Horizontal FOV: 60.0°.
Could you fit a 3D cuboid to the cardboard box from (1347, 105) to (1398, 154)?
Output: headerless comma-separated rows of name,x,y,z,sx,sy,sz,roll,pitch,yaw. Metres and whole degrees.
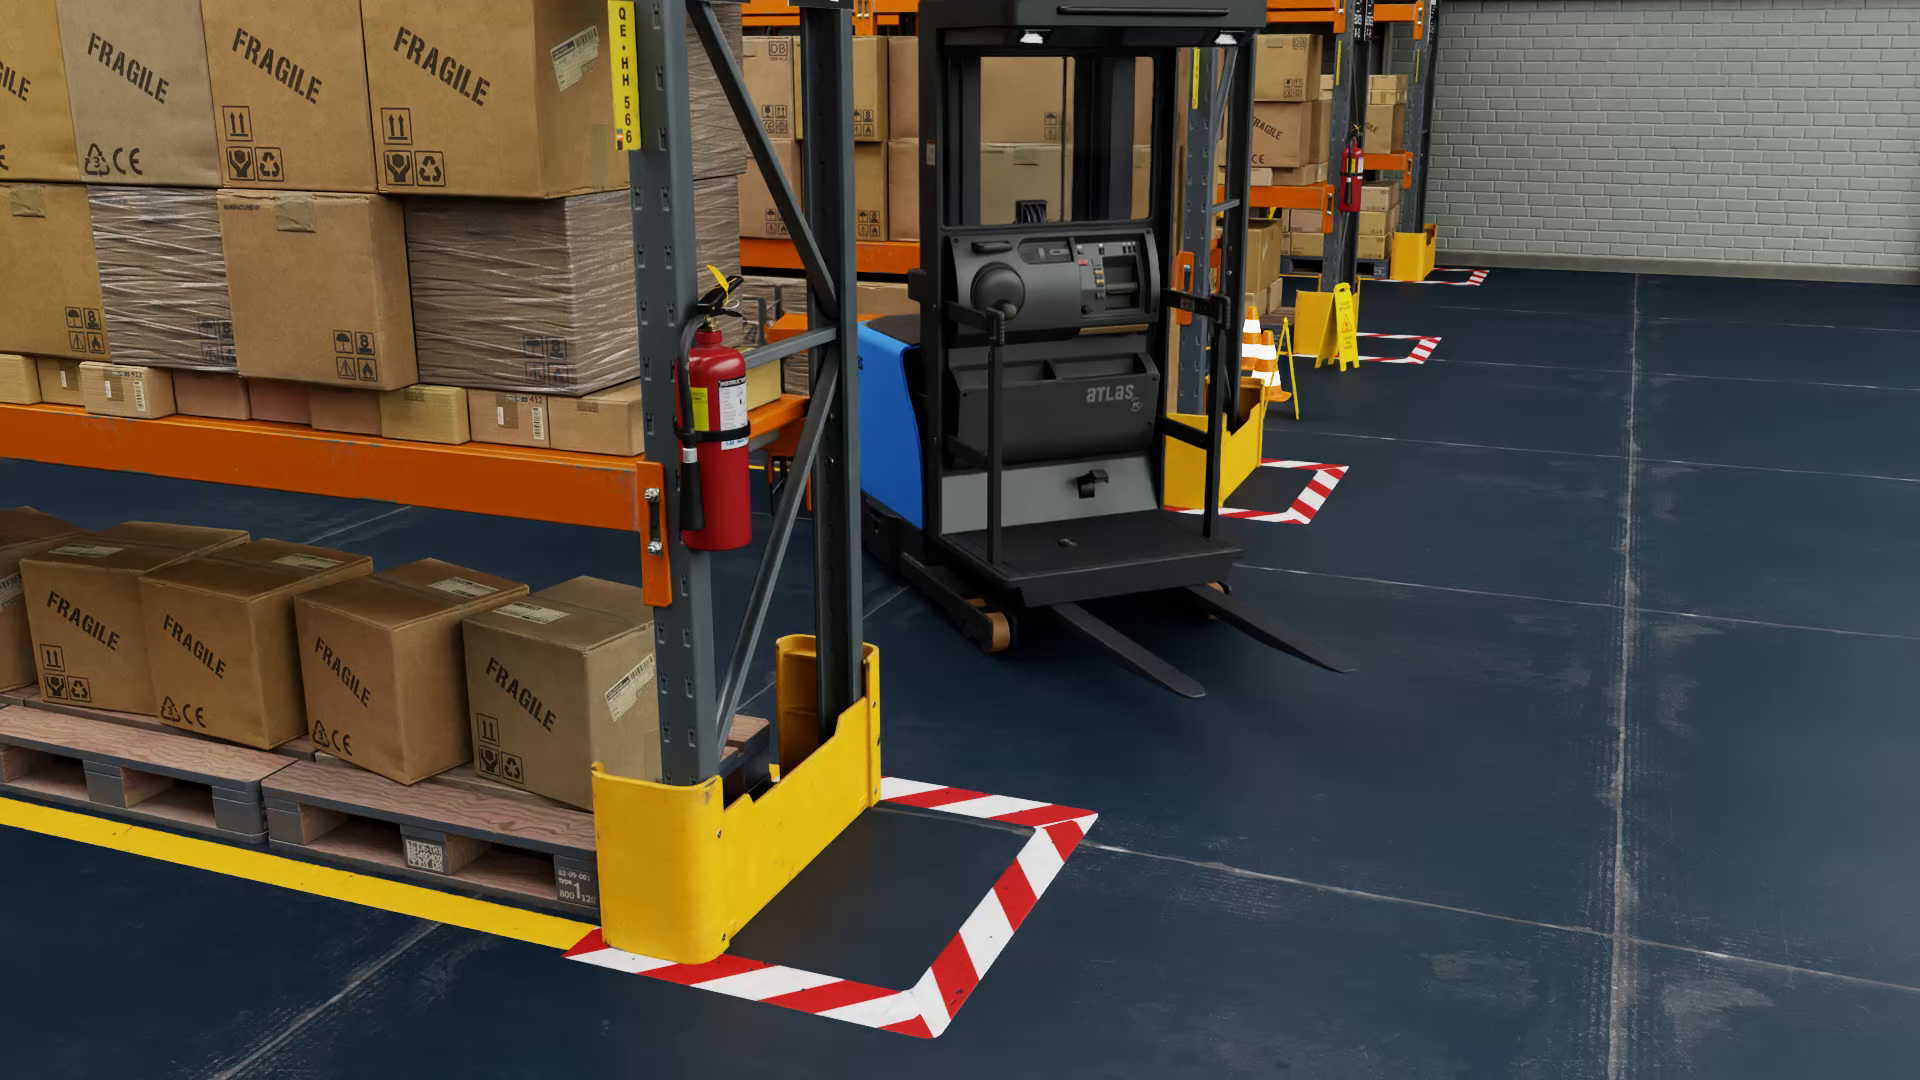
cardboard box,4.362,-4.374,17.680,0.500,0.500,0.500,6,17,19

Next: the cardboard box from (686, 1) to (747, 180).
cardboard box,-0.950,-1.284,4.709,0.500,0.500,0.500,6,17,21

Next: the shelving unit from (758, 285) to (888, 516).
shelving unit,-0.466,-0.724,8.650,1.048,1.125,0.538,1,16,4

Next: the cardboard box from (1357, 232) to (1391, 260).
cardboard box,4.363,-3.191,17.964,0.500,0.250,0.500,6,17,21

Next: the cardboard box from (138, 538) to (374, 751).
cardboard box,-2.257,0.324,5.409,0.500,0.500,0.500,8,18,26

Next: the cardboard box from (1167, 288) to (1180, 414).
cardboard box,0.721,-0.995,9.280,0.875,0.875,0.875,6,17,21

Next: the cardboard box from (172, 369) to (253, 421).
cardboard box,-2.048,-0.464,4.843,0.250,0.149,0.380,6,17,21

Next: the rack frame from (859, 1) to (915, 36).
rack frame,-0.623,-3.465,14.729,0.127,3.000,1.000,6,17,21

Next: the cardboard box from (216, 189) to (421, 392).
cardboard box,-1.549,-0.760,4.699,0.500,0.500,0.875,6,17,21

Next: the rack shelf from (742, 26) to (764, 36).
rack shelf,-4.387,-6.462,20.961,4.000,0.370,1.077,6,17,21

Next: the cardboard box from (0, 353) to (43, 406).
cardboard box,-2.769,-0.524,5.050,0.250,0.149,0.380,6,17,21

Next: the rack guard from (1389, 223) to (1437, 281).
rack guard,4.938,-3.141,18.096,0.348,0.500,1.175,6,17,21

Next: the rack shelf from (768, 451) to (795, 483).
rack shelf,-0.466,-0.489,8.719,1.000,0.278,0.538,1,16,4

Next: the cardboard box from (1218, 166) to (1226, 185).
cardboard box,2.165,-2.947,13.395,0.250,0.149,0.380,6,17,20

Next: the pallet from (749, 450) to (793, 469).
pallet,-0.528,-0.609,9.894,1.213,0.211,1.003,6,17,21

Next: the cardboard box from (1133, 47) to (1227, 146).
cardboard box,1.045,-2.400,8.856,0.550,0.550,0.875,6,17,21

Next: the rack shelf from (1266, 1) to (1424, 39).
rack shelf,3.055,-5.643,18.142,4.000,0.370,1.077,6,17,21

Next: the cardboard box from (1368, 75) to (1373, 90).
cardboard box,4.264,-4.845,17.607,0.250,0.149,0.380,6,17,21

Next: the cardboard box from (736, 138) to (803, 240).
cardboard box,-1.019,-2.072,9.662,0.550,0.550,0.875,6,17,21

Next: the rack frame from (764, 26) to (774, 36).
rack frame,-2.526,-5.162,20.575,0.127,3.000,1.000,6,17,21

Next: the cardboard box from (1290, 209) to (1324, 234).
cardboard box,3.886,-3.488,18.089,0.500,0.250,0.500,6,17,20

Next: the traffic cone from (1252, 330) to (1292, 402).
traffic cone,2.134,-1.224,11.561,0.334,0.463,0.336,6,17,21

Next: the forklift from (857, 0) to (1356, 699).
forklift,0.484,-1.091,6.676,1.130,2.935,3.031,-7,18,-22

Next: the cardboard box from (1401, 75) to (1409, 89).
cardboard box,4.682,-4.936,17.919,0.250,0.149,0.380,6,17,20

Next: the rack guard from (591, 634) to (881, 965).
rack guard,-0.609,0.707,4.842,0.348,0.500,1.175,6,17,21

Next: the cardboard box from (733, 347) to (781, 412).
cardboard box,-0.716,-0.456,4.815,0.250,0.149,0.380,6,17,21

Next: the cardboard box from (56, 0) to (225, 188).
cardboard box,-2.072,-1.250,4.594,0.500,0.500,0.500,6,17,21

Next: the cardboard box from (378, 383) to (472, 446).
cardboard box,-1.363,-0.379,4.548,0.250,0.149,0.380,6,17,21

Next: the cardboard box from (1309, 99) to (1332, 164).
cardboard box,2.759,-3.367,13.679,0.500,0.500,0.500,6,17,20

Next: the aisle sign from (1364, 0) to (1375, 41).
aisle sign,3.269,-4.378,13.213,0.004,0.787,0.394,6,17,21

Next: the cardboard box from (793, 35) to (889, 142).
cardboard box,-0.513,-2.546,9.357,0.500,0.550,0.875,6,17,21

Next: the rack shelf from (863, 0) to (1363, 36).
rack shelf,1.238,-4.356,13.707,4.000,0.370,1.077,6,17,21

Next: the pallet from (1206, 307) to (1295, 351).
pallet,2.285,-1.817,14.053,1.213,0.211,1.003,6,17,21

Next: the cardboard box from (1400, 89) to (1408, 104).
cardboard box,4.695,-4.805,18.003,0.250,0.149,0.380,6,17,19

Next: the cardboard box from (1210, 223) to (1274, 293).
cardboard box,2.257,-2.312,13.590,0.500,0.500,0.500,6,17,21

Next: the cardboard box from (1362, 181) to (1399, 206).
cardboard box,4.538,-3.803,18.279,0.500,0.250,0.500,6,17,20

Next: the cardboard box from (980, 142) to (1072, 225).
cardboard box,0.494,-1.911,9.106,0.550,0.550,0.875,6,17,21

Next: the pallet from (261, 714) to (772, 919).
pallet,-1.352,0.753,5.200,1.213,0.211,1.003,6,17,21

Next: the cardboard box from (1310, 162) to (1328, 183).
cardboard box,2.858,-3.024,13.660,0.250,0.149,0.380,6,17,21

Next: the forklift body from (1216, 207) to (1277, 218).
forklift body,2.482,-3.657,16.912,1.214,2.155,2.313,6,17,21

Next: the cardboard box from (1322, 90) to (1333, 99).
cardboard box,4.023,-4.727,17.733,0.250,0.149,0.380,7,17,22

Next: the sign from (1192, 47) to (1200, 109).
sign,1.164,-2.292,8.188,0.005,0.325,0.100,6,17,21

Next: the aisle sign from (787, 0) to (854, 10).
aisle sign,-0.370,-1.806,4.350,0.004,0.787,0.394,6,17,21
